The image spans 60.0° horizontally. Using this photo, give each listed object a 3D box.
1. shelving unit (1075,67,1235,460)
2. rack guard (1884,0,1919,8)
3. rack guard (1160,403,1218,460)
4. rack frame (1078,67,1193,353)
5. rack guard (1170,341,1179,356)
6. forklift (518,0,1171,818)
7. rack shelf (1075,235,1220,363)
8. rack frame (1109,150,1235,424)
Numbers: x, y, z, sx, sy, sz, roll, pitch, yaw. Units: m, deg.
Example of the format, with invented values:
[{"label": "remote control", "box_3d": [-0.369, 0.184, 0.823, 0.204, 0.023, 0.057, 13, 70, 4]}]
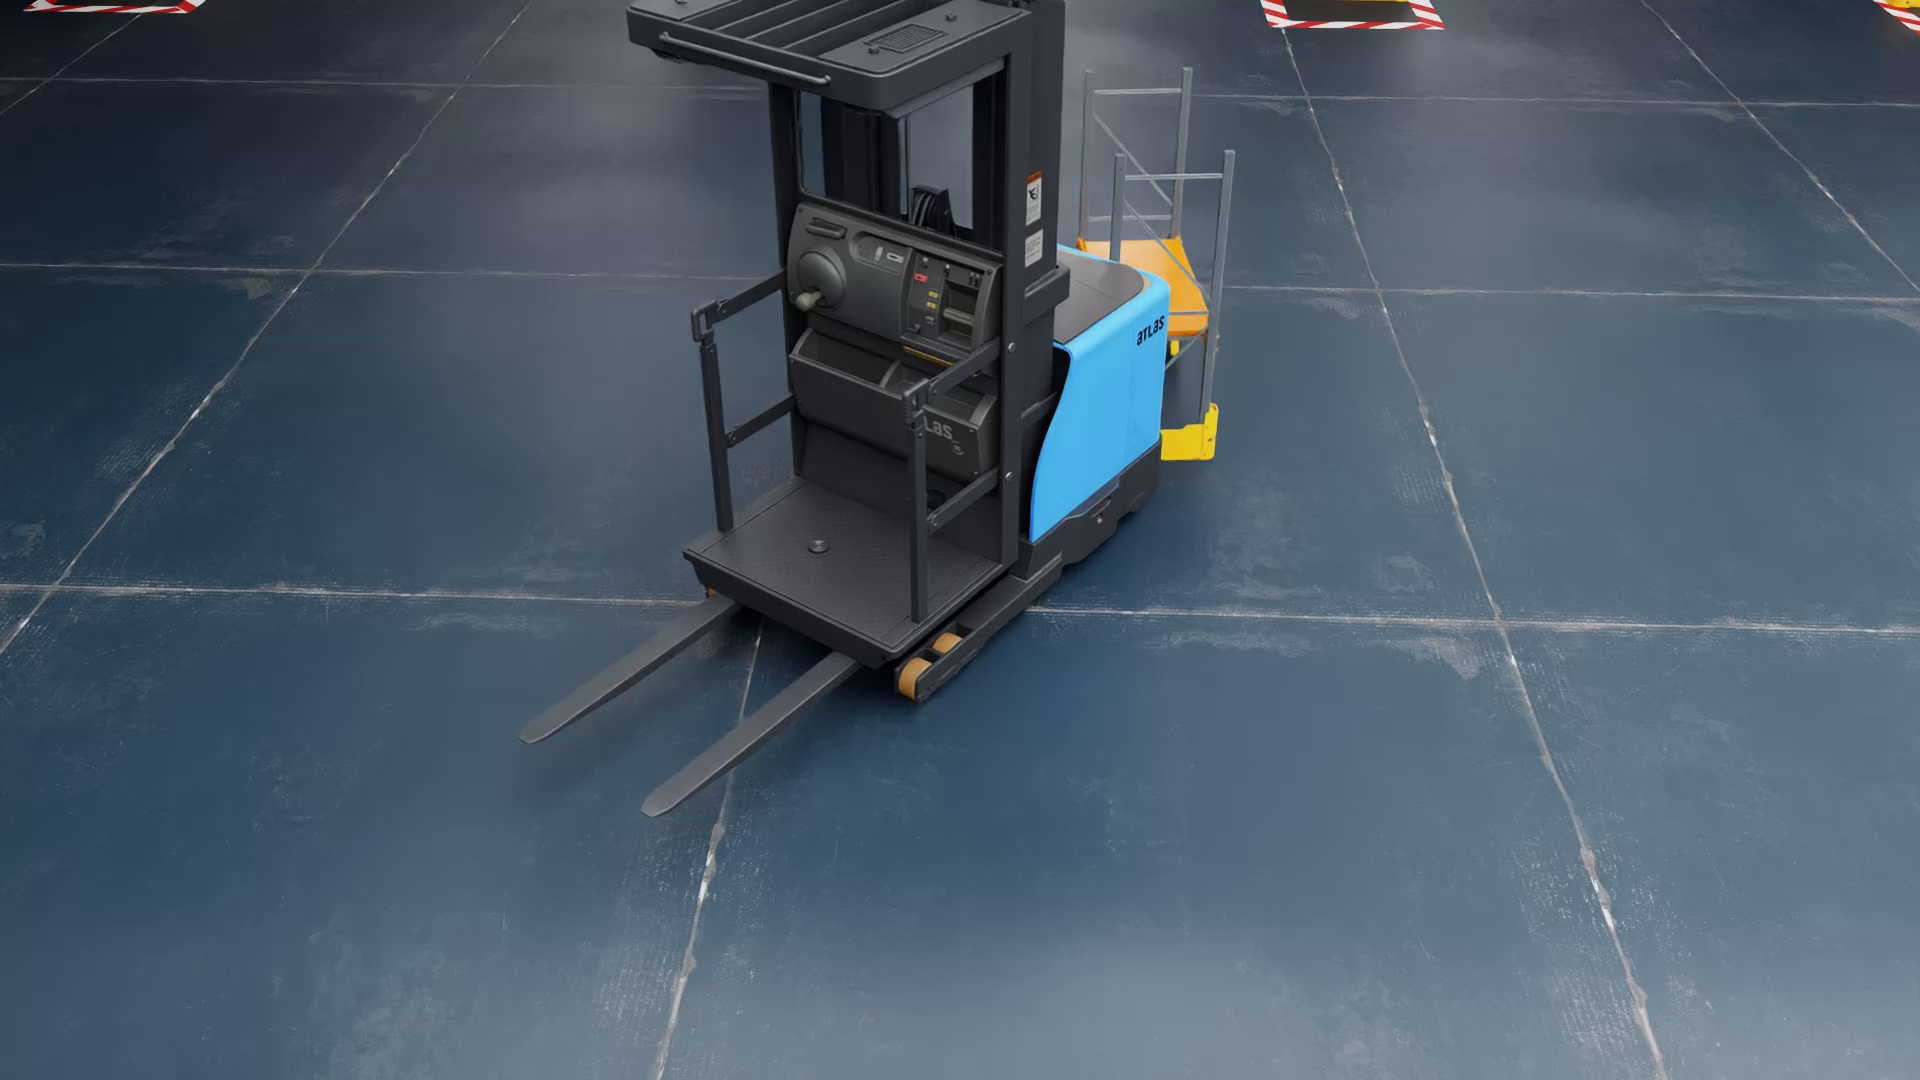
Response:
[{"label": "shelving unit", "box_3d": [0.867, -1.297, 7.791, 0.587, 1.500, 1.083, -2, 35, -3]}, {"label": "rack guard", "box_3d": [8.069, -4.556, 13.298, 1.175, 0.500, 0.348, 1, 35, 2]}, {"label": "rack guard", "box_3d": [0.897, -0.500, 7.743, 0.587, 0.250, 0.087, -2, 35, -3]}, {"label": "rack frame", "box_3d": [0.836, -1.583, 8.198, 0.500, 1.500, 0.032, -2, 35, -3]}, {"label": "rack guard", "box_3d": [0.836, -1.071, 8.557, 0.587, 0.250, 0.087, -2, 35, -3]}, {"label": "forklift", "box_3d": [-0.388, -0.901, 5.983, 1.130, 2.935, 3.031, 23, 41, 29]}, {"label": "rack shelf", "box_3d": [0.867, -1.144, 7.887, 0.538, 0.185, 1.000, -2, 35, -3]}, {"label": "rack frame", "box_3d": [0.898, -1.000, 7.368, 0.500, 1.500, 0.032, -2, 35, -3]}]
